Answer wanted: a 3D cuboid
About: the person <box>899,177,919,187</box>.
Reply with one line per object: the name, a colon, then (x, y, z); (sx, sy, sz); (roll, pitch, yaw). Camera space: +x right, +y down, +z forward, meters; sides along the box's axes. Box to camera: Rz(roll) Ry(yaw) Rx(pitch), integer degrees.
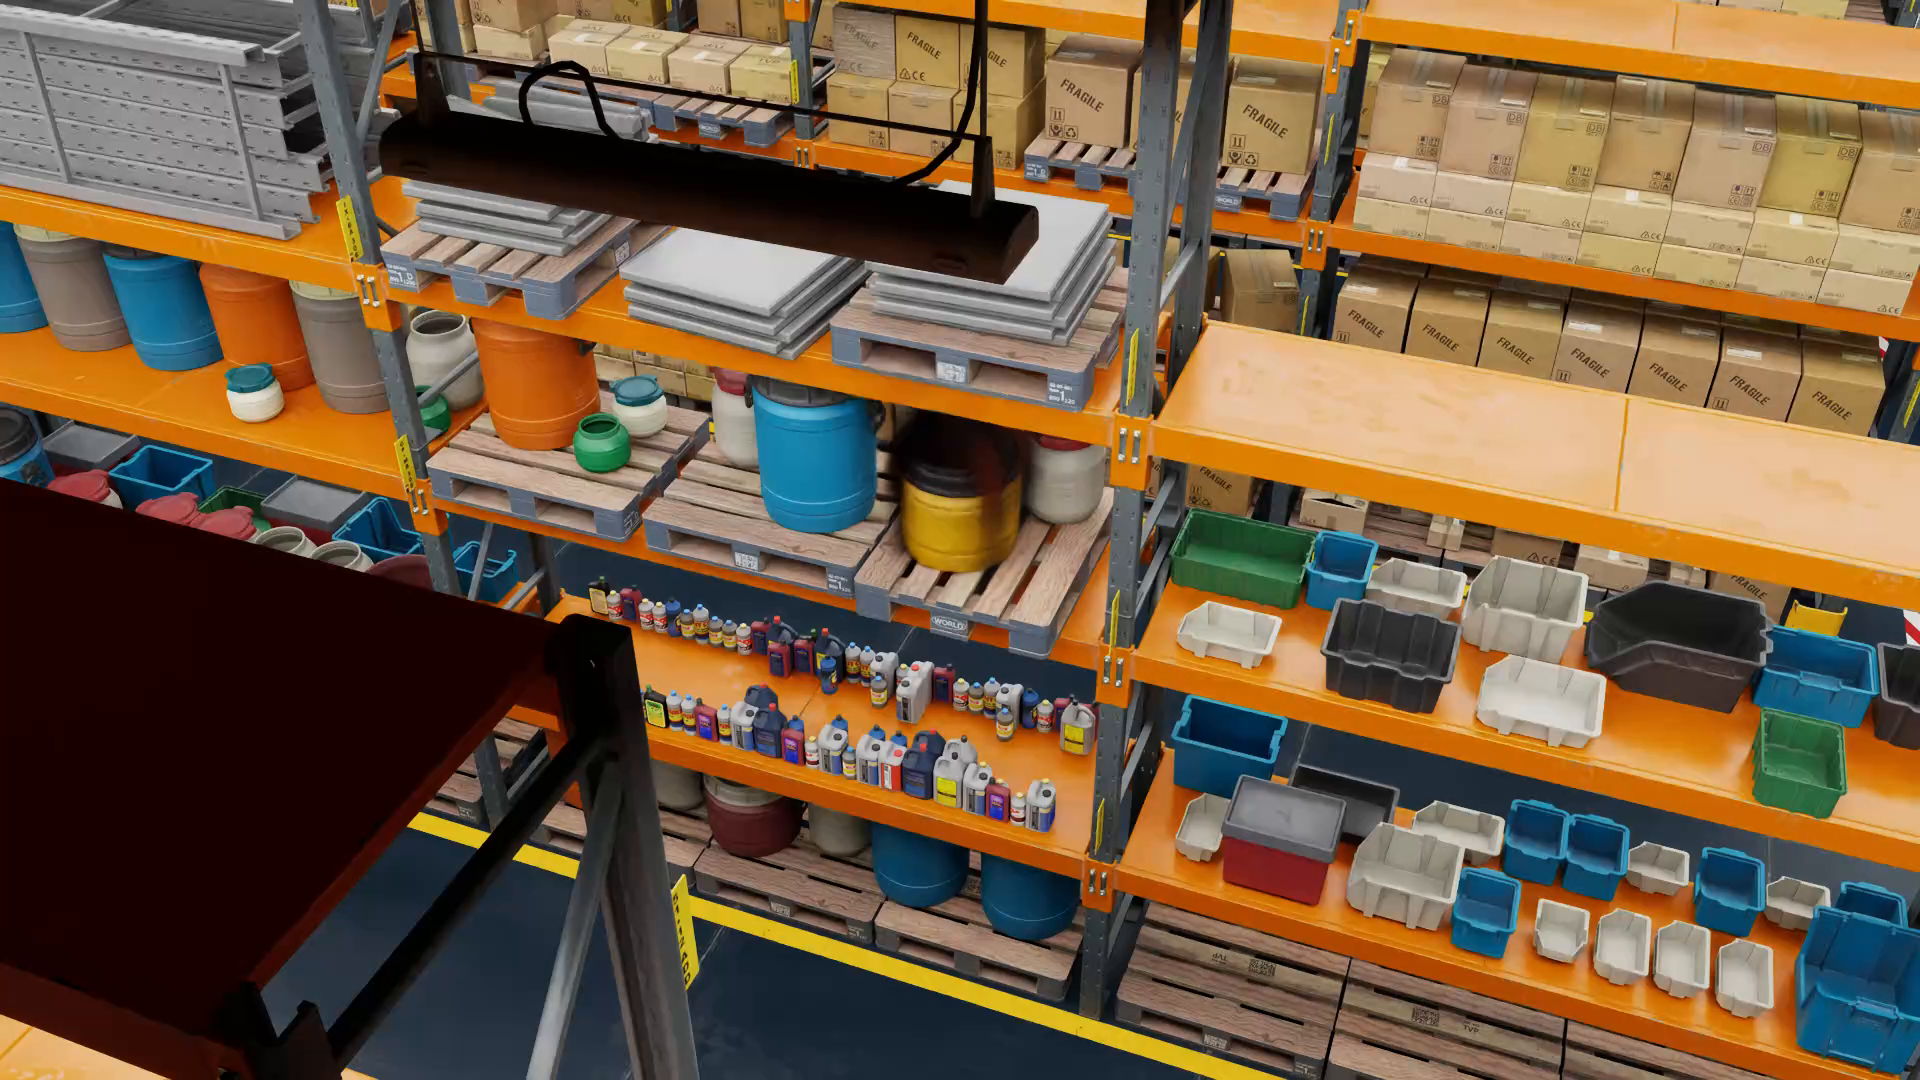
person: (-0.503, -2.589, 15.420); (0.591, 1.768, 0.582); (-31, 46, -35)
